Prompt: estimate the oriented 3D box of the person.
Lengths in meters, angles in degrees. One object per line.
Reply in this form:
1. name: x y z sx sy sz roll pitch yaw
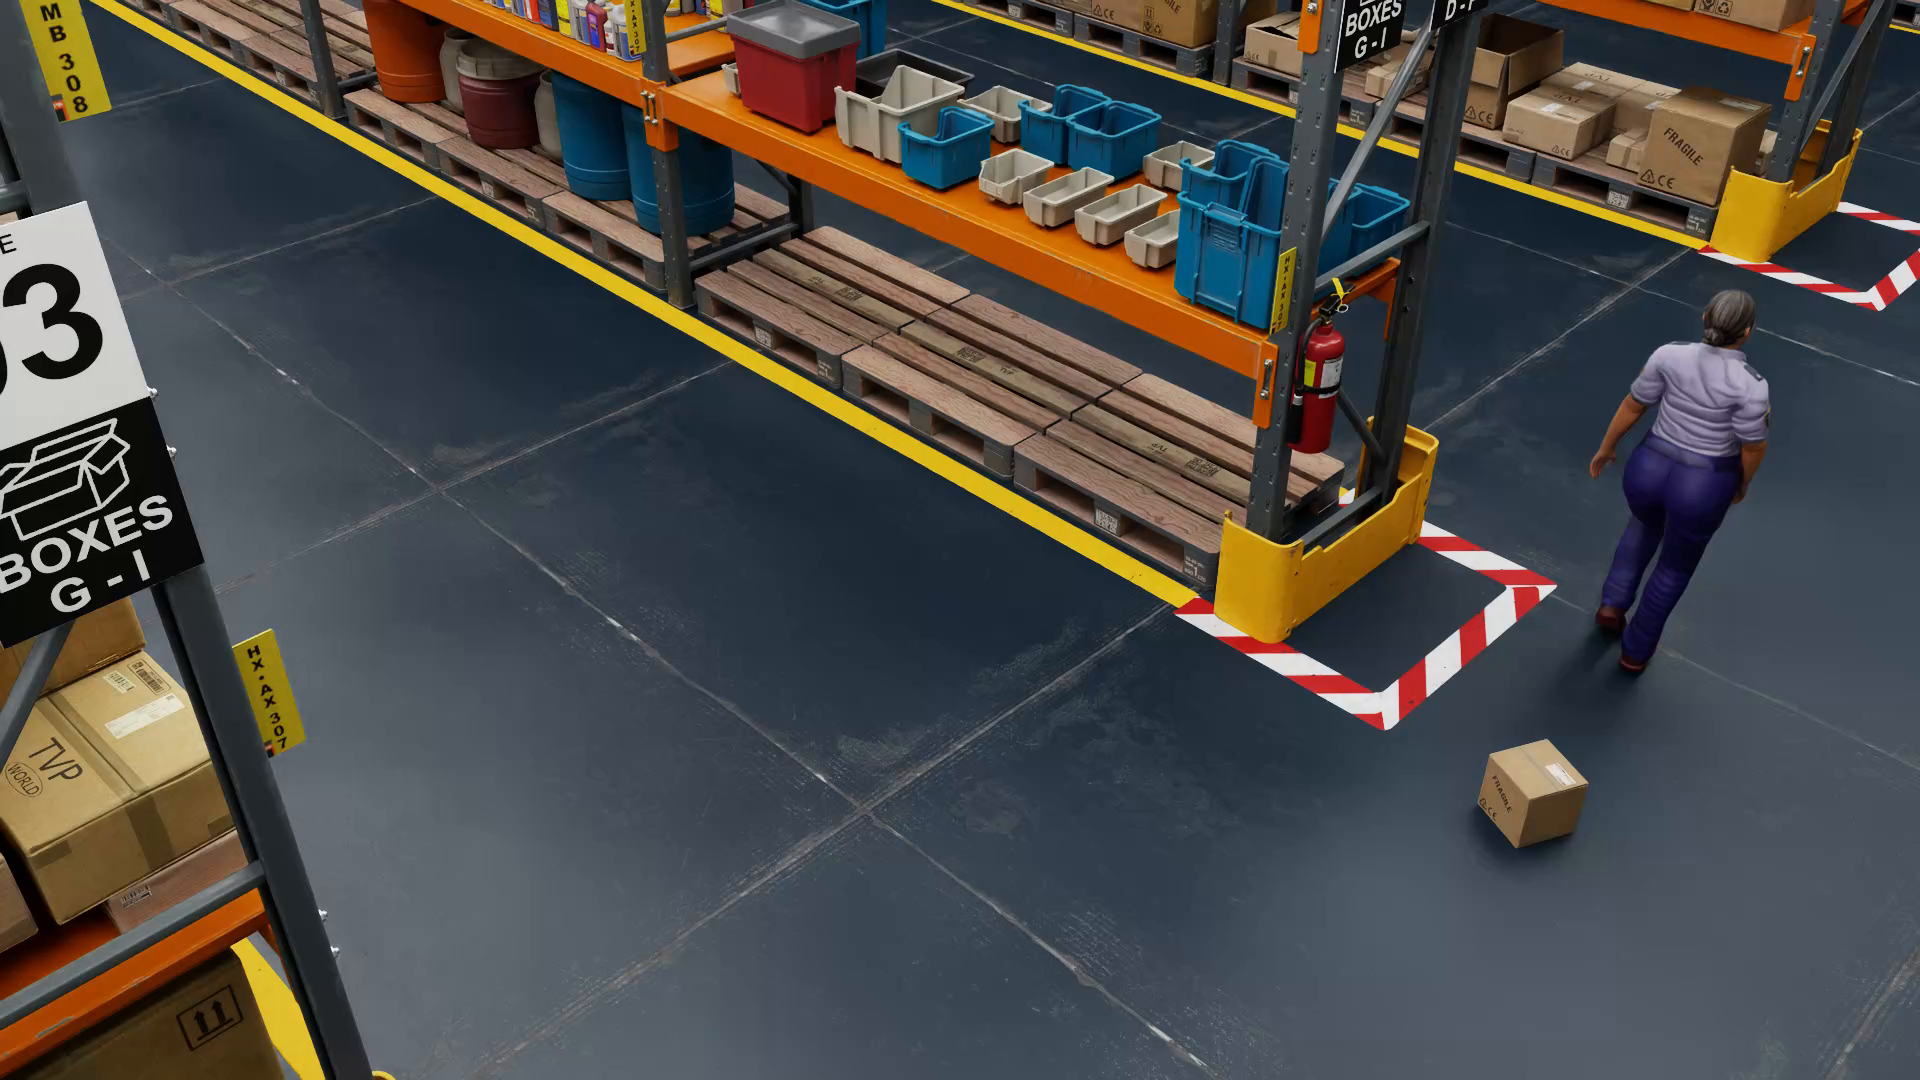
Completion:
1. person: 2.782 -0.242 6.503 0.453 1.689 0.595 -28 44 -33
